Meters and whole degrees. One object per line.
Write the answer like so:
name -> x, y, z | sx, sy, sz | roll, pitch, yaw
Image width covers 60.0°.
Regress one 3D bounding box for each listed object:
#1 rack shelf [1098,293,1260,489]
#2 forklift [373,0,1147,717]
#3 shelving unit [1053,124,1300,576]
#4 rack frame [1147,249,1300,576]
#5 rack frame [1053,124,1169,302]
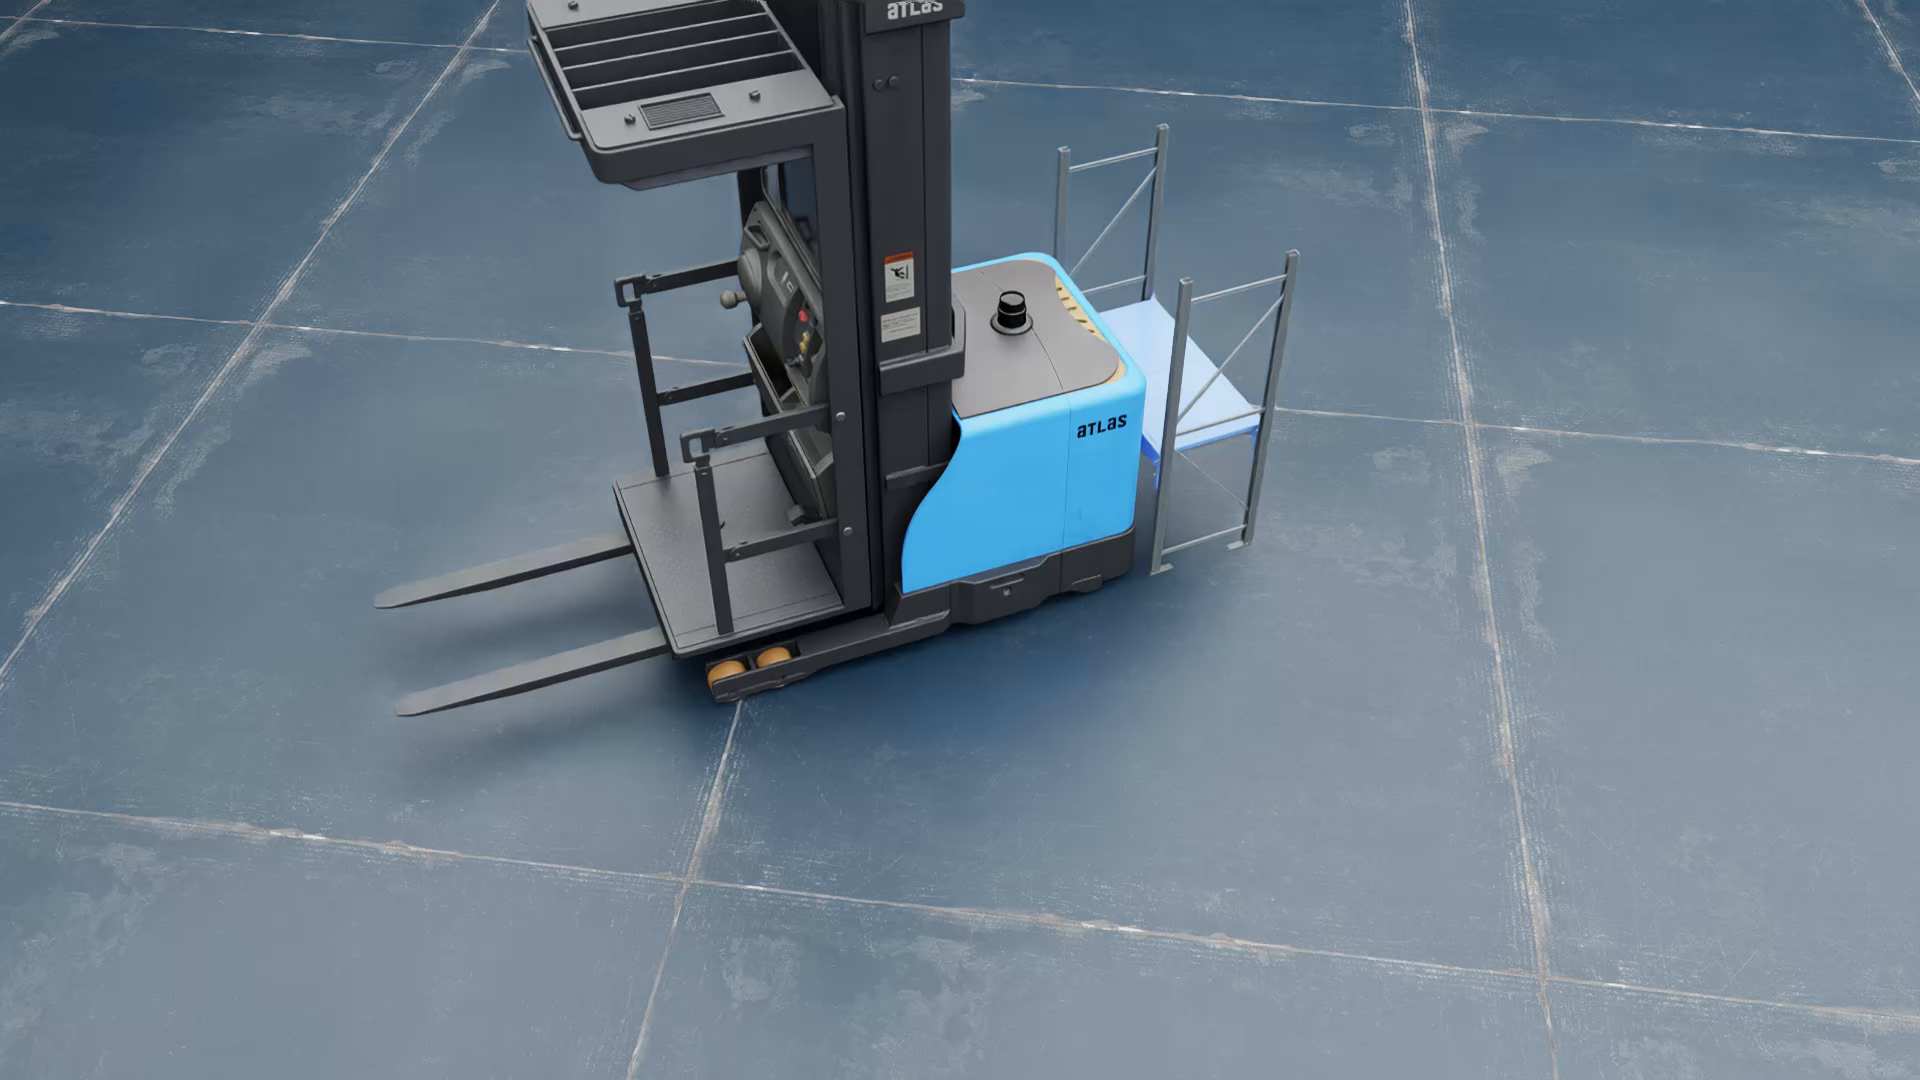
rack shelf -> 0.836, -0.659, 7.139 | 0.538, 0.185, 1.000 | -17, 46, -17
forklift -> -0.834, -0.838, 6.025 | 3.031, 2.935, 1.130 | -15, 46, -15
shelving unit -> 0.836, -0.790, 7.015 | 0.538, 1.500, 1.048 | -17, 46, -17
rack frame -> 1.039, -0.469, 6.677 | 0.500, 1.500, 0.032 | -17, 46, -17
rack frame -> 0.633, -1.110, 7.354 | 0.500, 1.500, 0.032 | -17, 46, -17
